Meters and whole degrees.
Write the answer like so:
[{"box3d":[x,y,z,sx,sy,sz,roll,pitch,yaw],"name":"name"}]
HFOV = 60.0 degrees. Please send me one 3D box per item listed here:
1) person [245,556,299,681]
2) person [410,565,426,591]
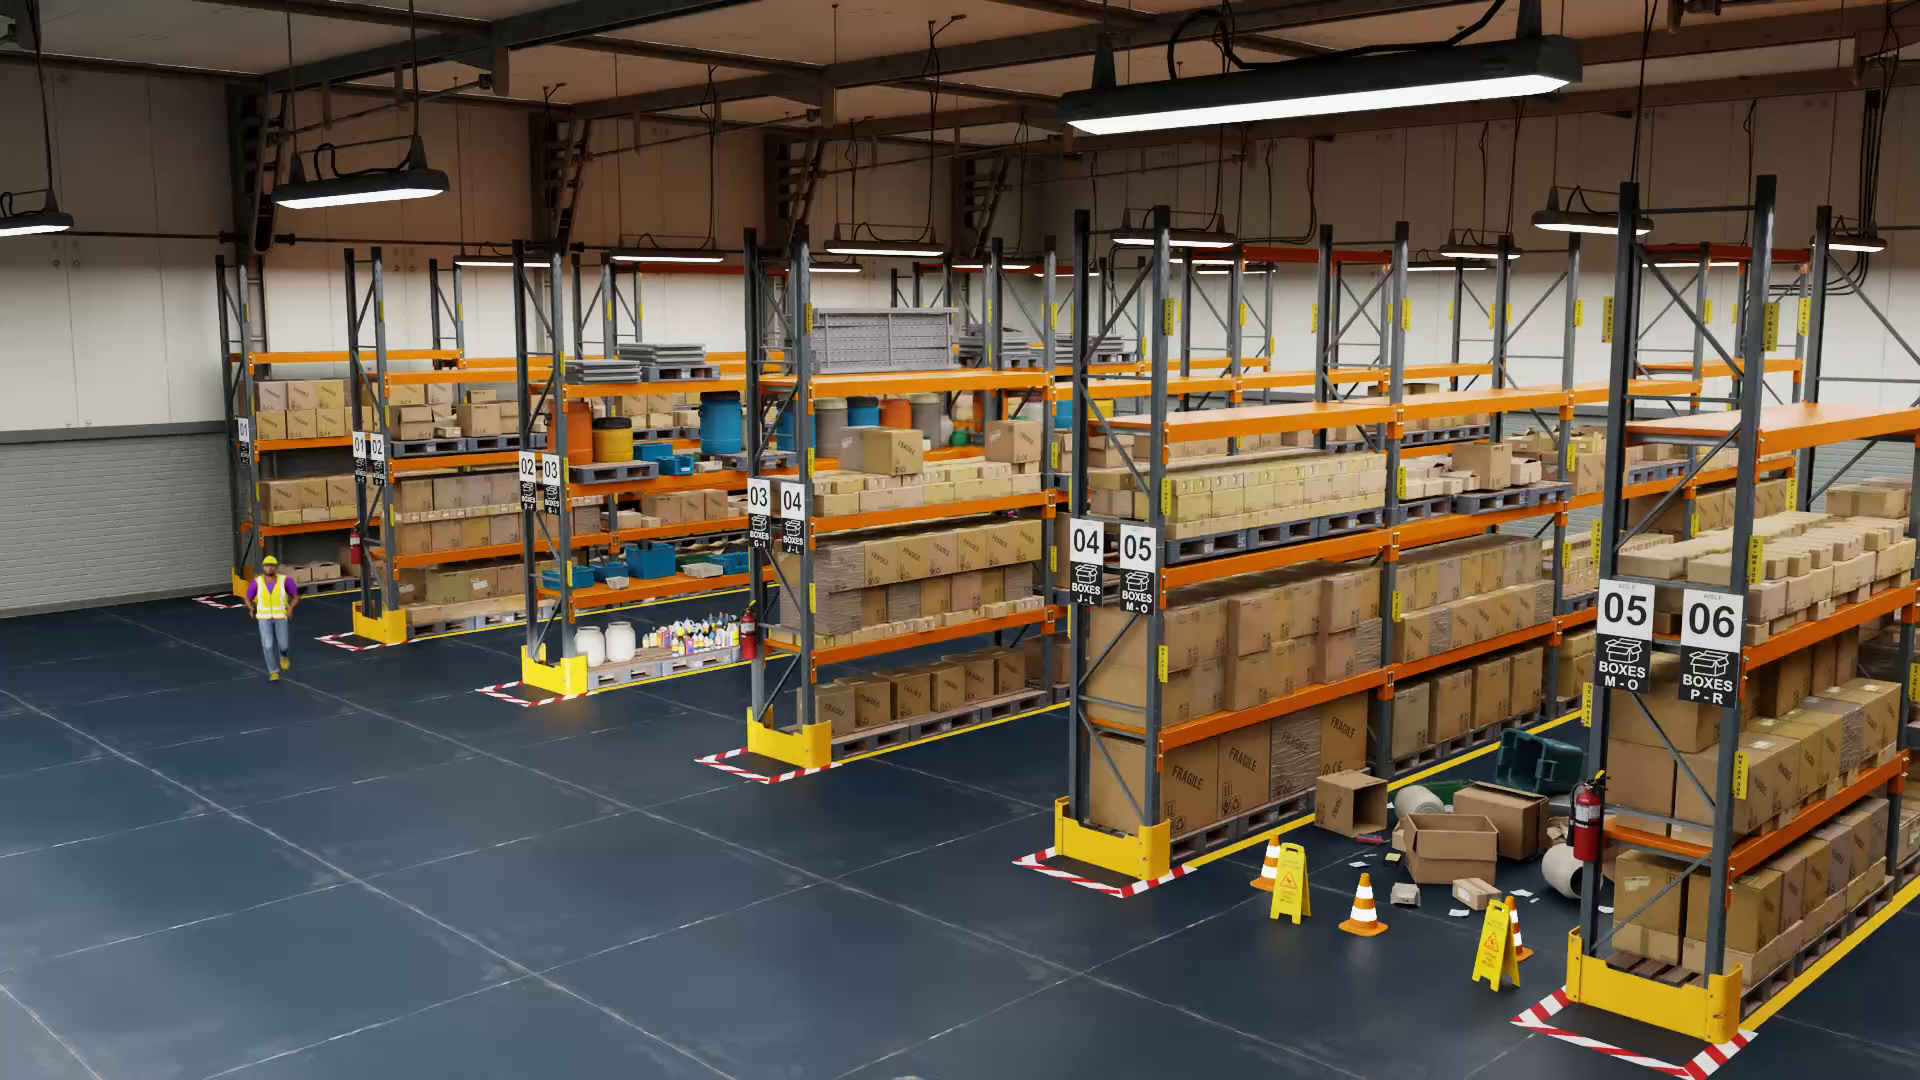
[{"box3d":[-9.493,1.069,22.970,0.697,1.717,0.609,-3,9,-19],"name":"person"},{"box3d":[-9.107,0.403,27.901,0.531,1.607,0.838,7,11,40],"name":"person"}]
